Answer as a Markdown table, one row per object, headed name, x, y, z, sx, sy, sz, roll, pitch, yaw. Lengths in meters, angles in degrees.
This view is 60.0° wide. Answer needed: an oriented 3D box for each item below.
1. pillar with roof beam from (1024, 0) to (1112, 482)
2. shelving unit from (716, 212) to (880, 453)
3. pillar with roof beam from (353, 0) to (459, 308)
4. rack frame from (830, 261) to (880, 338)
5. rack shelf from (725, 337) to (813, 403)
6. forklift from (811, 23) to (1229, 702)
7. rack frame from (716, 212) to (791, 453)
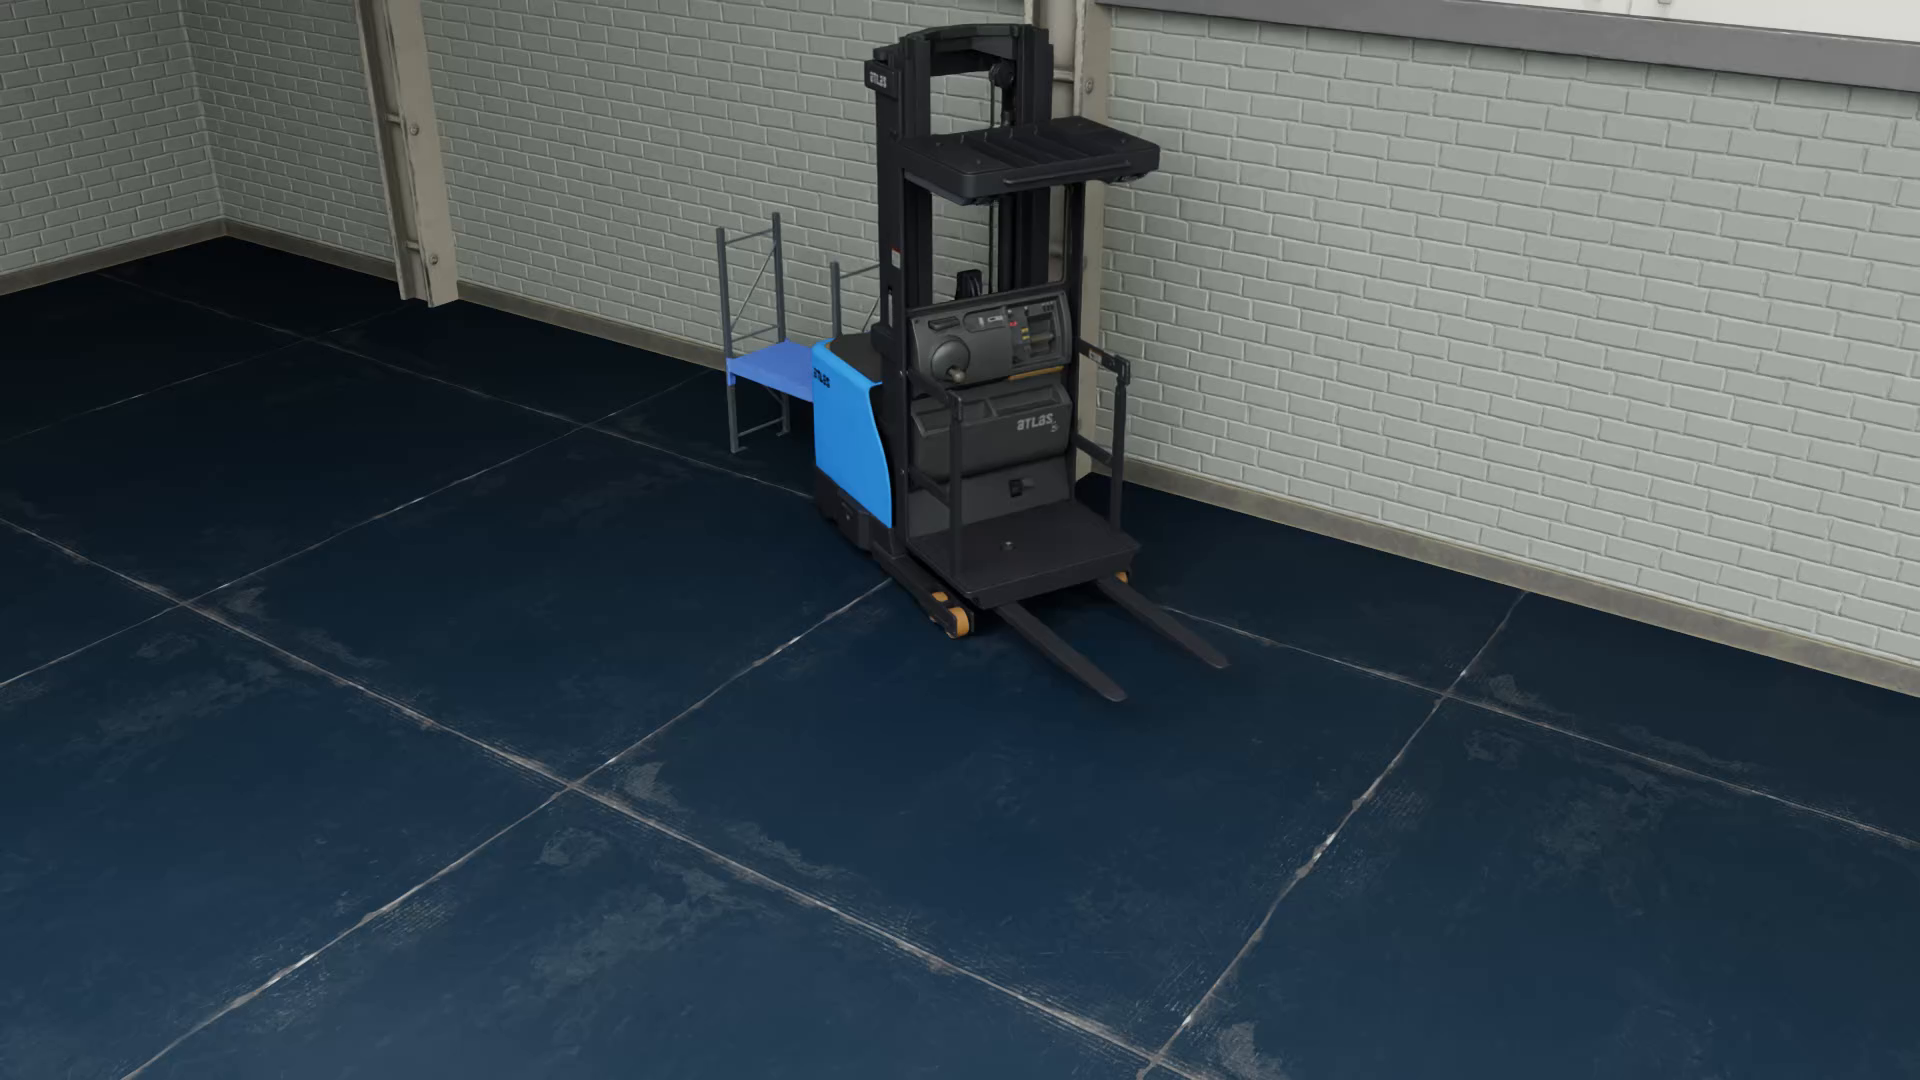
| name | x | y | z | sx | sy | sz | roll | pitch | yaw |
| --- | --- | --- | --- | --- | --- | --- | --- | --- | --- |
| pillar with roof beam | -1.833 | -2.846 | 5.420 | 0.400 | 9.000 | 9.100 | 17 | 32 | 30 |
| shelving unit | -0.945 | -1.168 | 10.391 | 1.048 | 1.500 | 0.538 | 23 | 35 | 37 |
| pillar with roof beam | -6.779 | -4.386 | 8.447 | 0.400 | 9.000 | 9.100 | 17 | 32 | 30 |
| rack frame | -0.570 | -1.012 | 10.085 | 0.032 | 1.500 | 0.500 | 23 | 35 | 37 |
| rack shelf | -0.945 | -1.007 | 10.473 | 1.000 | 0.185 | 0.538 | 23 | 35 | 37 |
| forklift | 0.278 | -1.025 | 8.533 | 1.130 | 2.935 | 3.031 | -14 | 30 | -26 |
| rack frame | -1.320 | -1.324 | 10.697 | 0.032 | 1.500 | 0.500 | 23 | 35 | 37 |
